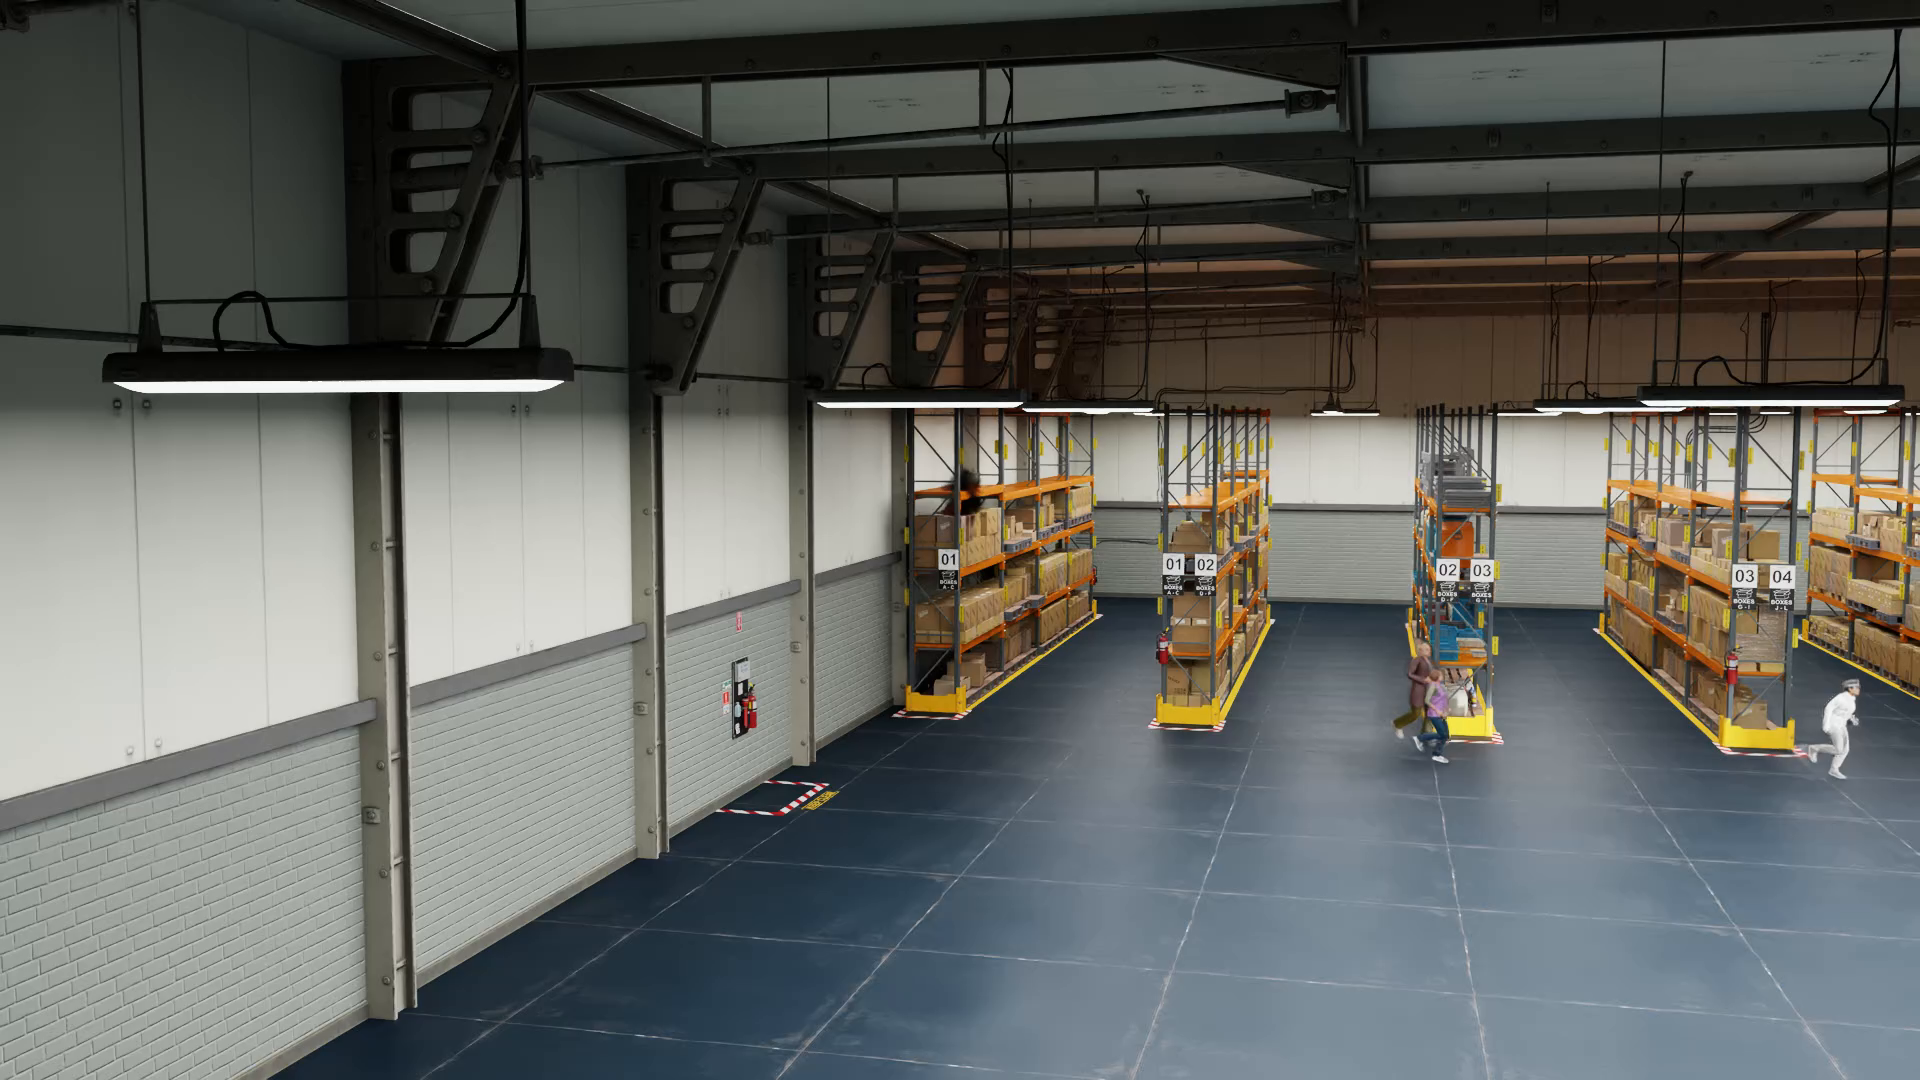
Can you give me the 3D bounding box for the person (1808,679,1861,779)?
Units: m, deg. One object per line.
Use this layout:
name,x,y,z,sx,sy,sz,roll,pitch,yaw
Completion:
person,14.025,2.999,26.671,0.739,1.624,0.611,4,6,42

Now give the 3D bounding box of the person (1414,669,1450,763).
person,7.915,2.930,27.829,0.577,1.563,0.536,3,5,32

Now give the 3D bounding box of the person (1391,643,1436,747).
person,8.118,2.708,29.361,0.720,1.779,0.937,-3,5,-38

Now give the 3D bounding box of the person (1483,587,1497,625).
person,14.547,1.518,46.065,0.551,1.701,0.663,3,5,38
